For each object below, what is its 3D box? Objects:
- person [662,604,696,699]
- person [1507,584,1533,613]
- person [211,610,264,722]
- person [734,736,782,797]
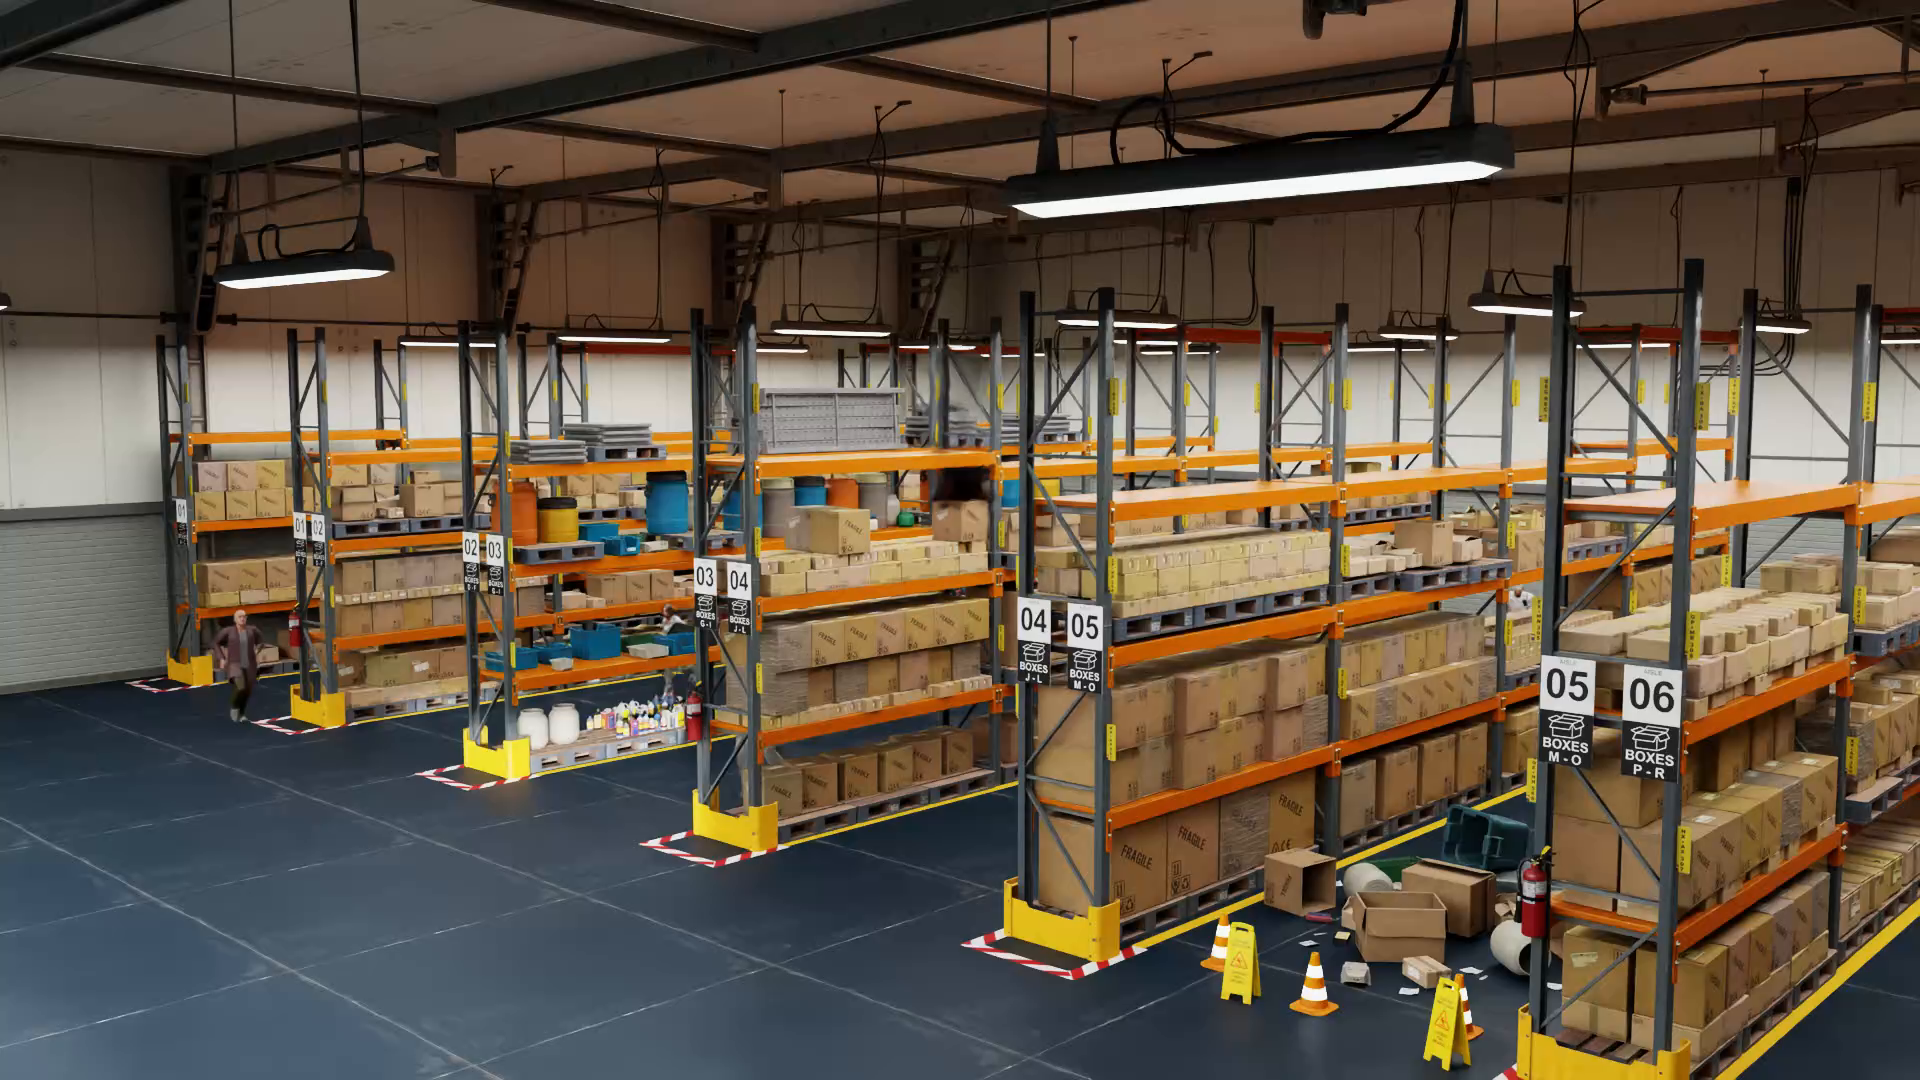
[{"bbox_3d":[-4.671,1.819,27.494,0.537,1.587,0.942,3,6,27],"label":"person"},{"bbox_3d":[10.283,1.535,30.512,0.615,1.624,0.964,2,6,24],"label":"person"},{"bbox_3d":[-10.919,1.921,25.269,0.704,1.727,0.715,-5,7,-42],"label":"person"},{"bbox_3d":[-2.538,2.356,20.924,0.591,1.835,0.889,4,7,35],"label":"person"}]
